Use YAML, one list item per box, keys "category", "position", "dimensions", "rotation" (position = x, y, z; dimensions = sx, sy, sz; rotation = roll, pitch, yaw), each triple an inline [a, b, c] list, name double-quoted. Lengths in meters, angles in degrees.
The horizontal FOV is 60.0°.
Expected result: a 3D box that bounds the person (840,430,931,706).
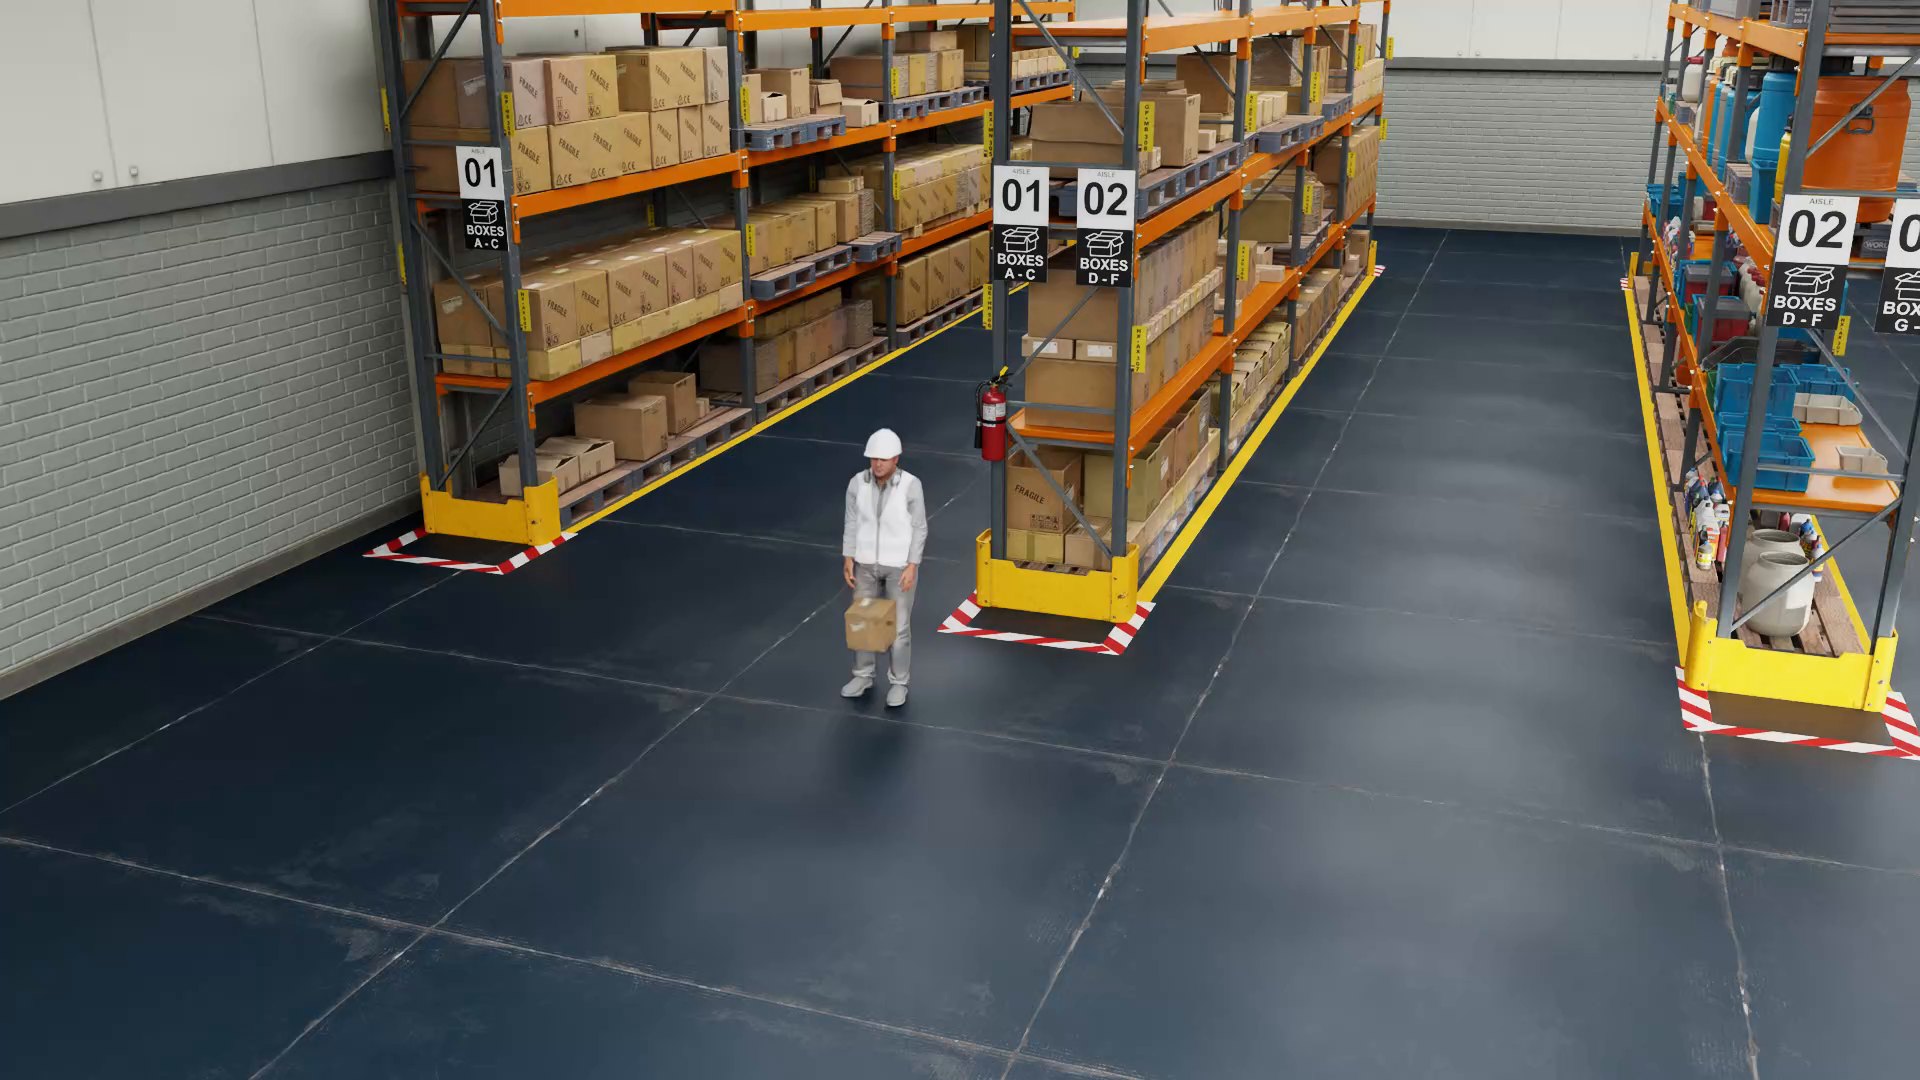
- category: "person"
  position: [-0.476, 0.157, 10.554]
  dimensions: [0.570, 1.769, 0.474]
  rotation: [6, 19, 16]
